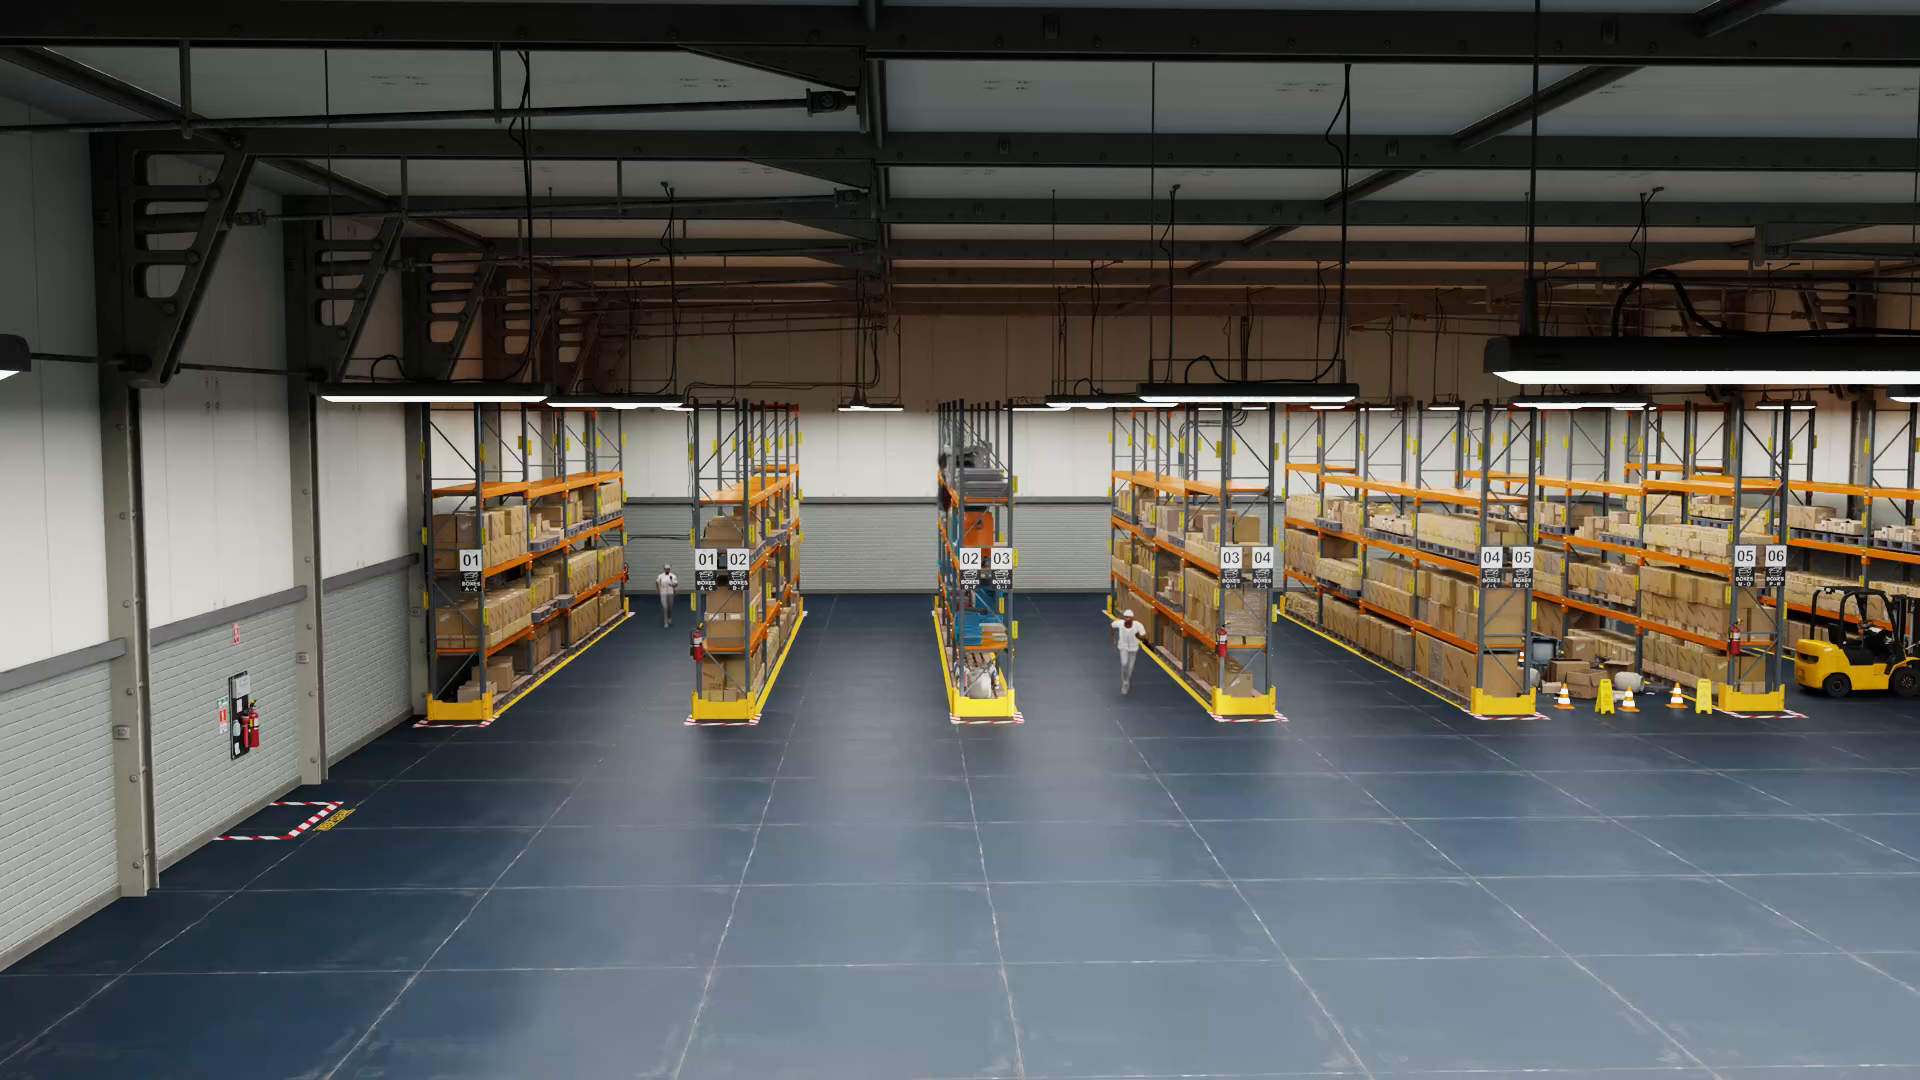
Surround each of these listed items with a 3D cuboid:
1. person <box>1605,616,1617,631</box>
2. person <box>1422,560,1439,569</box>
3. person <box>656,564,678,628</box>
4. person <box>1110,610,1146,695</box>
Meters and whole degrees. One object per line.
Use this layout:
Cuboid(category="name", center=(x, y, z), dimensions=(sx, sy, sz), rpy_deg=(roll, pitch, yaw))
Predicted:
Cuboid(category="person", center=(16.972, 1.581, 43.544), dimensions=(0.584, 1.648, 0.691), rpy_deg=(-1, 4, -10))
Cuboid(category="person", center=(14.430, 0.985, 50.900), dimensions=(0.778, 1.853, 0.632), rpy_deg=(-2, 5, -25))
Cuboid(category="person", center=(-7.859, 1.467, 44.627), dimensions=(0.573, 1.691, 0.938), rpy_deg=(-1, 5, -16))
Cuboid(category="person", center=(3.442, 2.273, 34.084), dimensions=(0.686, 1.743, 0.936), rpy_deg=(0, 4, -2))
